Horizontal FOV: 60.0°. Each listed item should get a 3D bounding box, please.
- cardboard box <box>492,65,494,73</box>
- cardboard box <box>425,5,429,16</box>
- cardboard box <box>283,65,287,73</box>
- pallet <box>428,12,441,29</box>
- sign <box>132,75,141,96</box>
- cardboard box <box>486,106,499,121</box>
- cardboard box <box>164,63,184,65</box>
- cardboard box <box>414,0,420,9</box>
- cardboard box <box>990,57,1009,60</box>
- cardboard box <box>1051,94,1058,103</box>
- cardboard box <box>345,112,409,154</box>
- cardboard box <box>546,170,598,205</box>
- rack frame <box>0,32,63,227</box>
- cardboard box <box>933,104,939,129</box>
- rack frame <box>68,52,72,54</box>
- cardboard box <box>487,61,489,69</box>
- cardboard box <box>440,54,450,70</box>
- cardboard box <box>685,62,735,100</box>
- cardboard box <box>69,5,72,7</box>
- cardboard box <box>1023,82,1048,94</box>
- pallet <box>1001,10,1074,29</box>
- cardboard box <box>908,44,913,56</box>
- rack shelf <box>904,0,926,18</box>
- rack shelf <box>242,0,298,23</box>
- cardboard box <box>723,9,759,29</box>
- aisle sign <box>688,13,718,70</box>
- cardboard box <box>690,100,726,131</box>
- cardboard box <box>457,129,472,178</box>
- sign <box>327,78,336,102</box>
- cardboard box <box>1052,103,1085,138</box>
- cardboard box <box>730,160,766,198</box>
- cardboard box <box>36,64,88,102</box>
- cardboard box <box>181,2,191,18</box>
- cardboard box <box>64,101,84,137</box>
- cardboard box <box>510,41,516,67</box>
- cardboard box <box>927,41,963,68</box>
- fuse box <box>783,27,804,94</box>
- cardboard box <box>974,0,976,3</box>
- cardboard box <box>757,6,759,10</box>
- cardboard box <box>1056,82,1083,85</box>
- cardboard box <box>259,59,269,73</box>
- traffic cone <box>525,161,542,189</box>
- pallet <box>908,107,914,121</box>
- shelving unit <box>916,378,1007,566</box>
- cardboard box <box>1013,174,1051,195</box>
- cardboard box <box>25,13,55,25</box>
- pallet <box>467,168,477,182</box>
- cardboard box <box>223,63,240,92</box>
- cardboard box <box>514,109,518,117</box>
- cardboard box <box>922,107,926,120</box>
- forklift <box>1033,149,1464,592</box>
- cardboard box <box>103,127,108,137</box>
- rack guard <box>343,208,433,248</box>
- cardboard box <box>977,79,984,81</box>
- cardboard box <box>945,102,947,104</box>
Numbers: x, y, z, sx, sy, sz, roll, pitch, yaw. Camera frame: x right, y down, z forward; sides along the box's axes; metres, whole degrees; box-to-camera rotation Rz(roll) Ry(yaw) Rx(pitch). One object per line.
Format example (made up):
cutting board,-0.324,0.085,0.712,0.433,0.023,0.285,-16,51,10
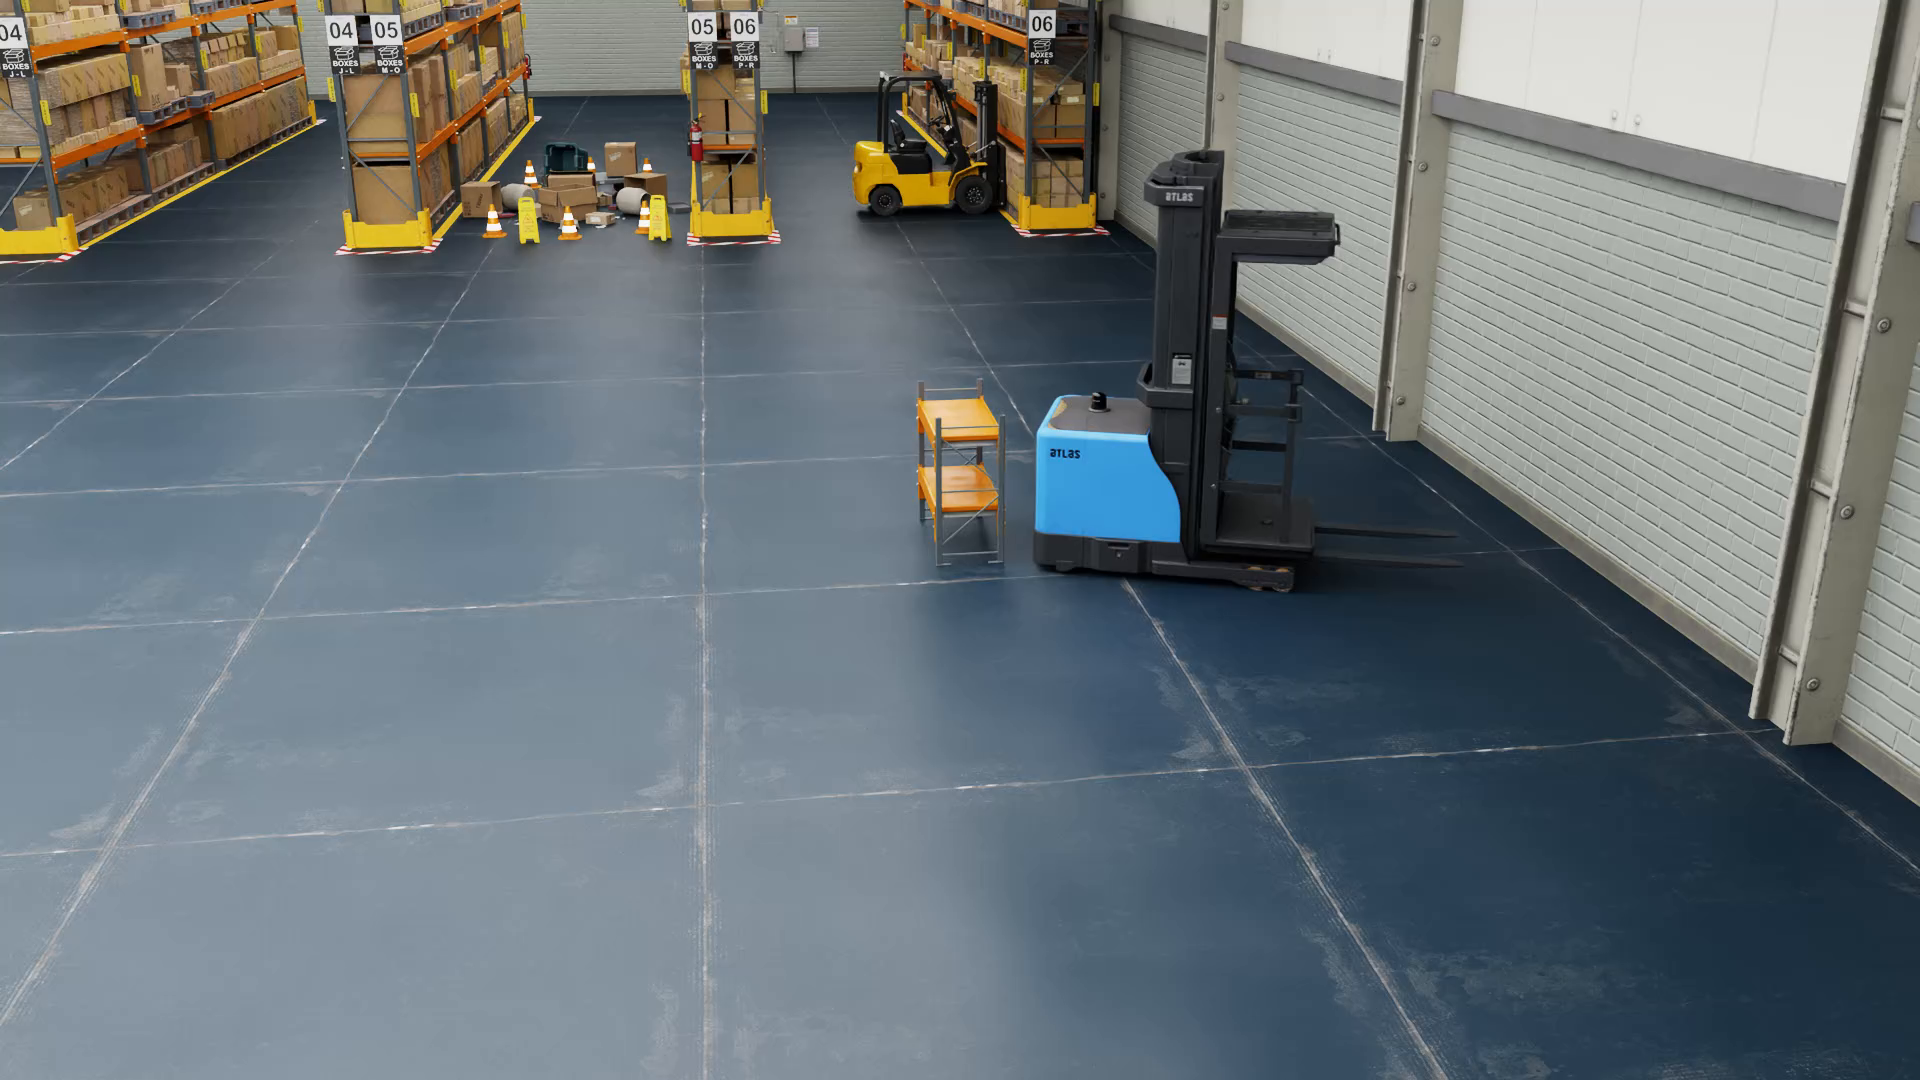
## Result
cardboard box,-9.670,-9.553,33.765,0.380,0.149,0.250,-4,21,-11
cardboard box,-8.323,-8.075,25.378,0.380,0.149,0.250,-3,21,-8
cardboard box,-14.933,-10.281,36.314,0.380,0.149,0.250,-3,21,-7
pallet,-8.770,-8.175,26.155,1.003,0.211,1.213,-3,21,-8
sign,-13.264,-7.315,26.777,0.100,0.325,0.005,-3,21,-8
cardboard box,-9.446,-8.455,32.968,0.500,0.250,0.500,-3,21,-7
cardboard box,-14.259,-8.323,29.970,0.500,0.500,0.500,-6,21,-14
cardboard box,-8.264,-7.958,24.495,0.500,0.250,0.500,-3,21,-8
cardboard box,0.737,-9.179,31.936,0.380,0.149,0.250,-2,21,-6
cardboard box,1.604,-6.810,25.591,0.380,0.149,0.250,-3,21,-8
cardboard box,-8.399,-5.906,24.028,0.875,0.550,0.550,-3,21,-8
cardboard box,-6.318,-5.692,27.044,0.797,0.637,0.503,-3,21,-8
rack frame,-13.223,-5.495,23.140,1.000,3.000,0.127,-3,21,-8
cardboard box,-0.302,-9.064,35.669,0.500,0.500,0.500,-3,21,-8
rack frame,-20.431,-10.784,37.304,1.000,3.000,0.127,-3,21,-8
cardboard box,-9.555,-9.415,32.969,0.380,0.149,0.250,-2,21,-6
cardboard box,-9.031,-7.960,28.168,0.700,0.500,0.500,-3,21,-9
cardboard box,-3.707,-6.815,24.678,0.700,0.500,0.500,-3,21,-9
cardboard box,-13.952,-8.184,25.700,0.380,0.149,0.250,-4,21,-10
cardboard box,1.168,-6.933,25.497,0.380,0.149,0.250,-3,21,-8
pallet,1.239,-8.279,26.435,1.003,0.211,1.213,-3,21,-8
cardboard box,-0.940,-11.510,39.034,0.500,0.250,0.500,-3,21,-7
rack shelf,-0.524,-12.161,37.731,1.077,0.370,4.000,-3,21,-8
rack shelf,-15.242,-11.410,35.720,1.077,0.370,4.000,-3,21,-8
cardboard box,-3.226,-7.656,24.430,0.500,0.250,0.500,-3,21,-9
aisle sign,-3.695,-7.176,23.927,0.394,0.787,0.004,-3,21,-8
cardboard box,-3.768,-6.355,24.875,0.500,0.500,0.500,-3,21,-9
cardboard box,-9.191,-6.782,29.203,1.050,0.750,0.750,-3,21,-8
sign,-8.840,-6.341,23.412,0.100,0.325,0.005,-3,21,-8
cardboard box,1.698,-6.478,25.632,0.500,0.500,0.500,-2,21,-6
cardboard box,-3.264,-5.556,25.562,0.500,0.500,0.500,-4,21,-10
cardboard box,-13.172,-6.700,24.370,0.500,0.500,0.500,-3,21,-8
cardboard box,-14.065,-9.447,29.650,0.500,0.250,0.500,-3,21,-8
cardboard box,-13.496,-6.215,24.501,0.875,0.500,0.500,-3,21,-8
cardboard box,-9.968,-10.582,36.194,0.500,0.500,0.500,-3,21,-9
cardboard box,-0.312,-10.286,35.227,0.700,0.500,0.500,-3,21,-7
fuse box,-4.460,-12.937,44.909,0.539,1.711,0.414,-3,21,-8
cardboard box,0.459,-9.527,29.267,0.380,0.149,0.250,-3,21,-8
cardboard box,-3.681,-9.134,28.210,0.500,0.250,0.500,-3,21,-9
cardboard box,1.681,-6.958,25.564,0.380,0.149,0.250,-2,21,-6
cardboard box,-14.762,-9.894,34.710,0.500,0.250,0.500,-3,21,-9
traffic cone,-7.576,-6.447,29.315,0.336,0.463,0.334,-3,21,-8
pallet,-0.685,-10.177,39.663,1.003,0.211,1.213,-3,21,-8
shelving unit,-0.001,-0.529,12.526,0.538,1.125,1.048,-3,21,-8
cardboard box,1.115,-5.542,25.881,0.500,0.250,0.500,-3,21,-8
cardboard box,-13.103,-7.397,23.592,0.380,0.149,0.250,-2,21,-6
pallet,-9.242,-6.475,29.751,1.003,0.211,1.213,-3,21,-8
cardboard box,-14.402,-9.022,32.442,0.500,0.500,0.500,-3,21,-8
cardboard box,-9.988,-9.453,36.788,0.380,0.149,0.250,-3,21,-8
cardboard box,-0.658,-9.618,37.489,0.396,0.266,0.258,-2,21,-6
forklift,2.102,-1.206,11.757,3.031,2.935,1.130,4,21,11
cardboard box,-13.347,-6.267,25.567,0.380,0.149,0.250,-3,21,-8
rack guard,-8.297,-4.530,24.132,1.175,0.500,0.348,-3,21,-8
cardboard box,0.594,-7.952,29.220,0.500,0.250,0.500,-3,21,-9
cardboard box,-0.129,-9.052,34.710,0.380,0.149,0.250,-3,21,-8
